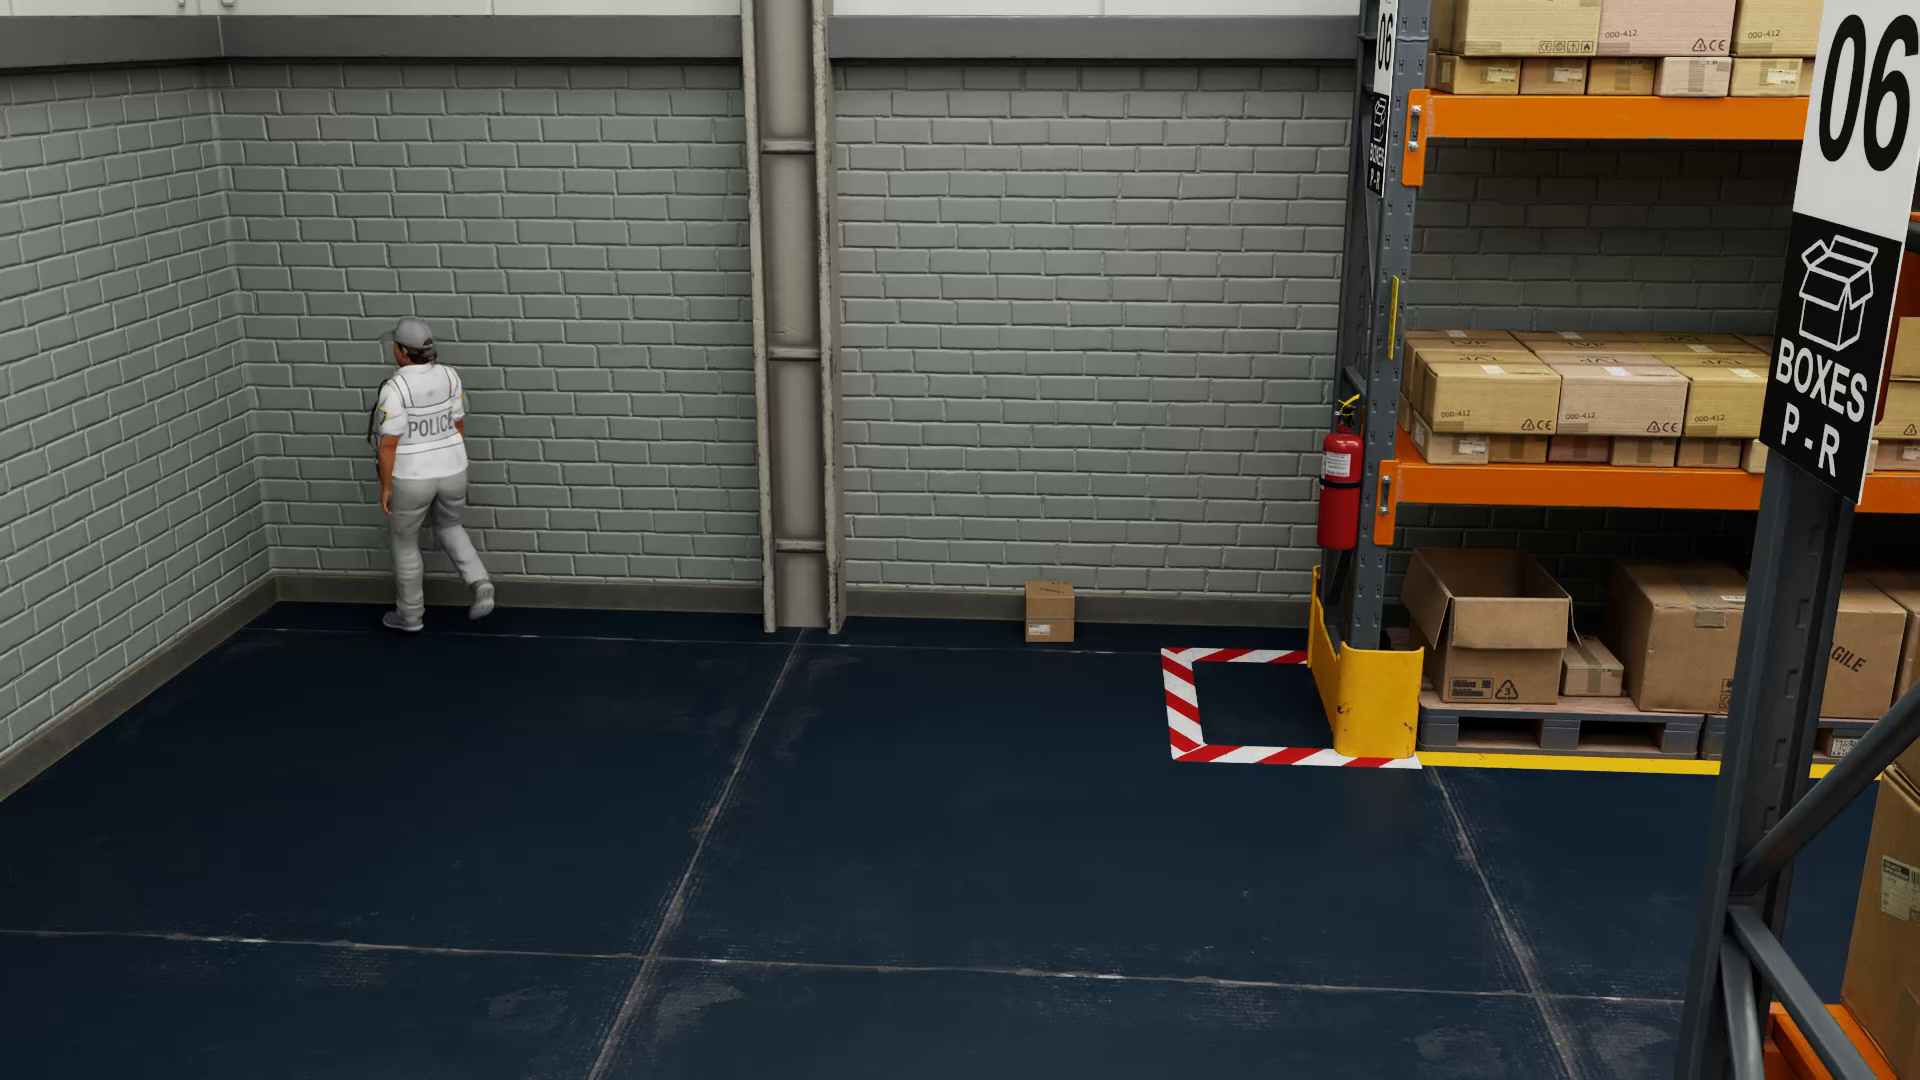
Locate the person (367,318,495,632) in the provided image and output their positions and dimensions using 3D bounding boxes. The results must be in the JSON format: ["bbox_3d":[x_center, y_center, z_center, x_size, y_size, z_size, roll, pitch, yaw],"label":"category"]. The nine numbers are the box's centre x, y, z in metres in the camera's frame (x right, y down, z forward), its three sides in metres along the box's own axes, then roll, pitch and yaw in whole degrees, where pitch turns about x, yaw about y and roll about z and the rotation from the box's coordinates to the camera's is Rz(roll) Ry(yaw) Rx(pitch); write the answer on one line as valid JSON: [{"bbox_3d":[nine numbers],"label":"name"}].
[{"bbox_3d":[-2.750,-0.320,8.491,0.636,1.657,0.512,15,23,39],"label":"person"}]
